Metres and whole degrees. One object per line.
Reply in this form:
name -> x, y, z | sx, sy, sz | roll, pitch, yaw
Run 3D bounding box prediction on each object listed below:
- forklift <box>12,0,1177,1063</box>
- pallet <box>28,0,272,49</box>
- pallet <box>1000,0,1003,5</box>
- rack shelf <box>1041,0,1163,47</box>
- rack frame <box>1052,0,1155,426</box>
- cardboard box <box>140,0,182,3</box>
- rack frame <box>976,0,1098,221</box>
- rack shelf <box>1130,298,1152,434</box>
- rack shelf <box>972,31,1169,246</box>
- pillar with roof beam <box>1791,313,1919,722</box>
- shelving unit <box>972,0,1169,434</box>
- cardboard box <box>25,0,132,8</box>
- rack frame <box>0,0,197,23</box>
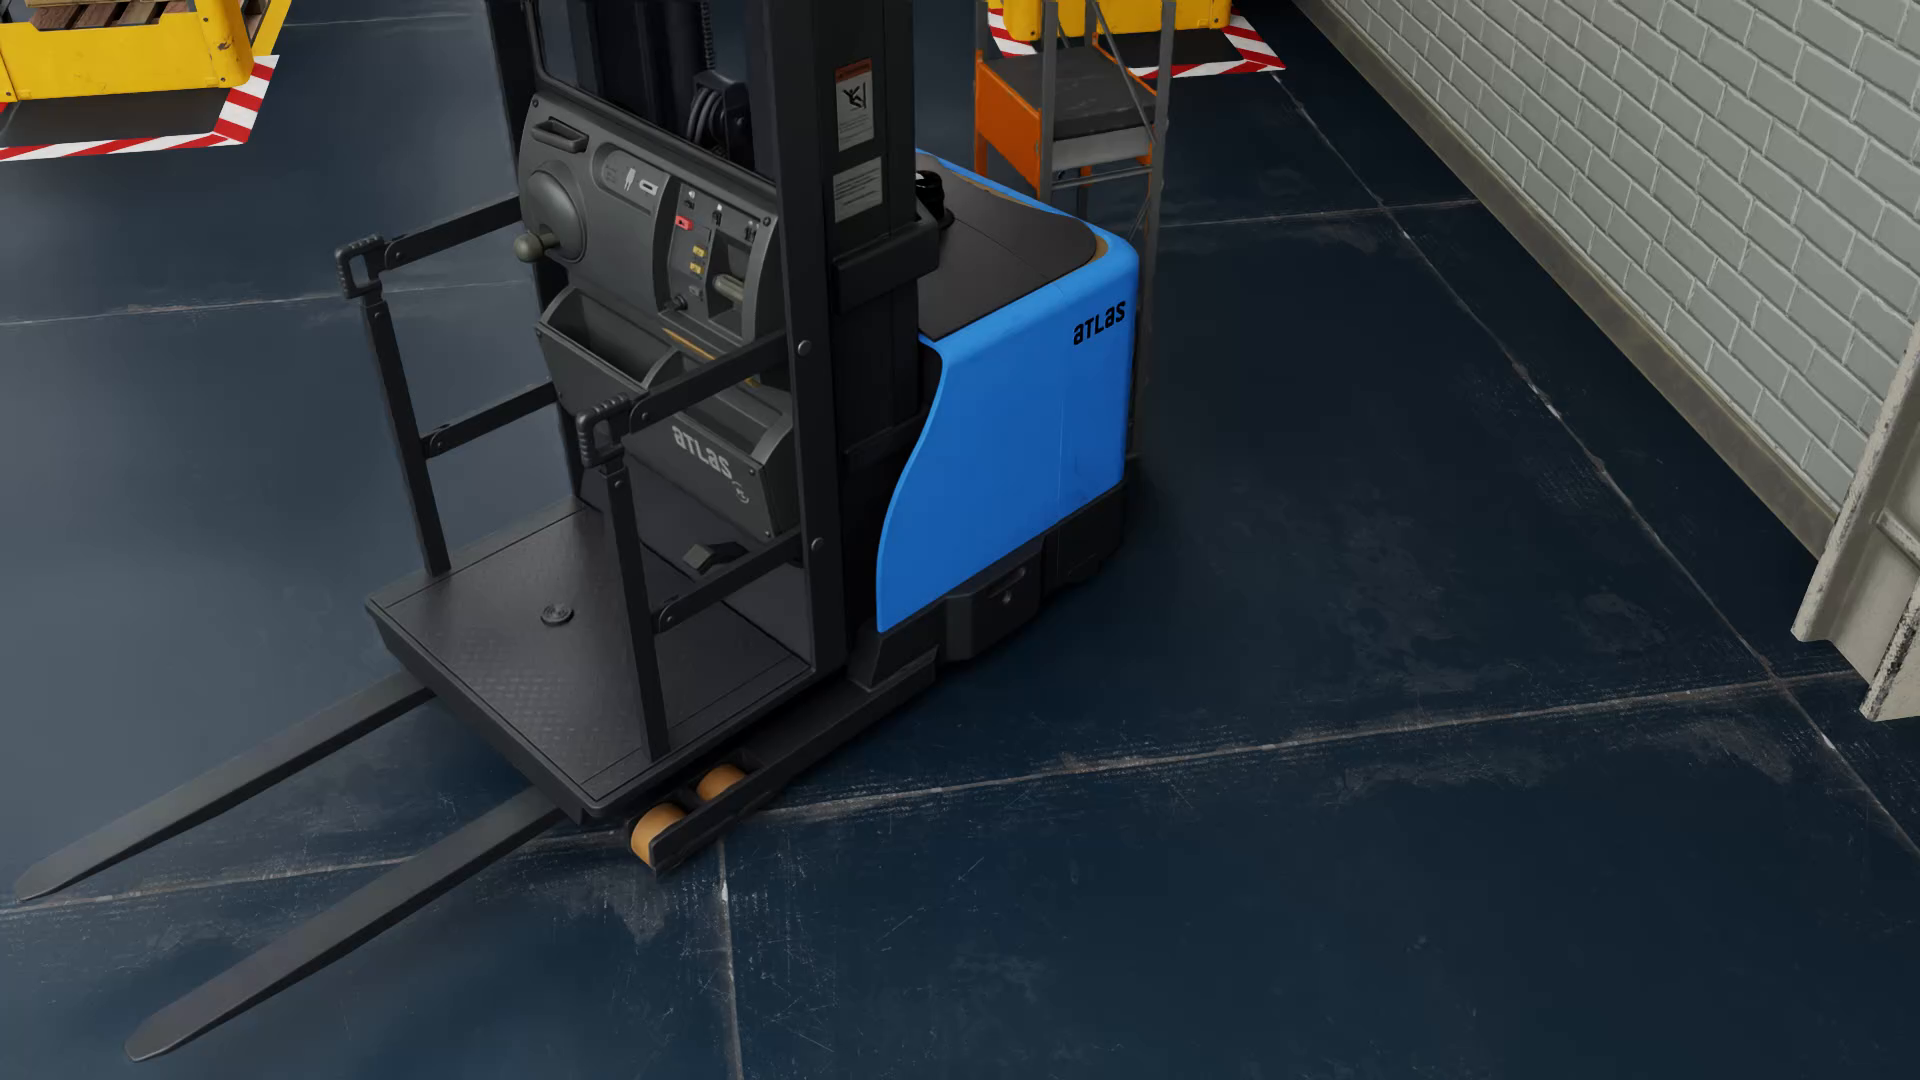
forklift -> -0.744, -0.777, 3.862 | 3.444, 2.935, 1.130 | -31, 48, -34
pallet -> -4.189, -2.828, 8.718 | 1.003, 0.211, 1.213 | -6, 38, -8
pallet -> 0.643, -3.281, 9.301 | 1.003, 0.211, 1.213 | -6, 38, -8
rack shelf -> 0.327, -1.748, 4.670 | 0.431, 0.518, 0.480 | -14, 40, -17
rack frame -> 0.420, -1.068, 4.913 | 0.380, 1.831, 0.006 | -14, 40, -17
cardboard box -> -3.937, -2.985, 8.547 | 0.500, 0.250, 0.500 | -7, 38, -8
rack frame -> 0.236, -1.345, 5.270 | 0.400, 2.100, 0.015 | -14, 40, -17
rack shelf -> 0.327, -0.643, 5.529 | 0.431, 0.518, 0.480 | -14, 40, -17
rack shelf -> 0.327, -1.195, 5.100 | 0.431, 0.518, 0.480 | -14, 40, -17
pillar with roof beam -> -1.603, -2.724, 1.421 | 9.100, 9.000, 0.400 | -6, 38, -8
shelving unit -> 0.326, -1.207, 5.093 | 0.431, 2.100, 0.499 | -14, 40, -17
cardboard box -> -4.479, -2.942, 8.491 | 0.500, 0.250, 0.500 | -6, 38, -8
rack frame -> -4.068, -3.388, 7.166 | 1.000, 3.000, 0.127 | -6, 38, -8
